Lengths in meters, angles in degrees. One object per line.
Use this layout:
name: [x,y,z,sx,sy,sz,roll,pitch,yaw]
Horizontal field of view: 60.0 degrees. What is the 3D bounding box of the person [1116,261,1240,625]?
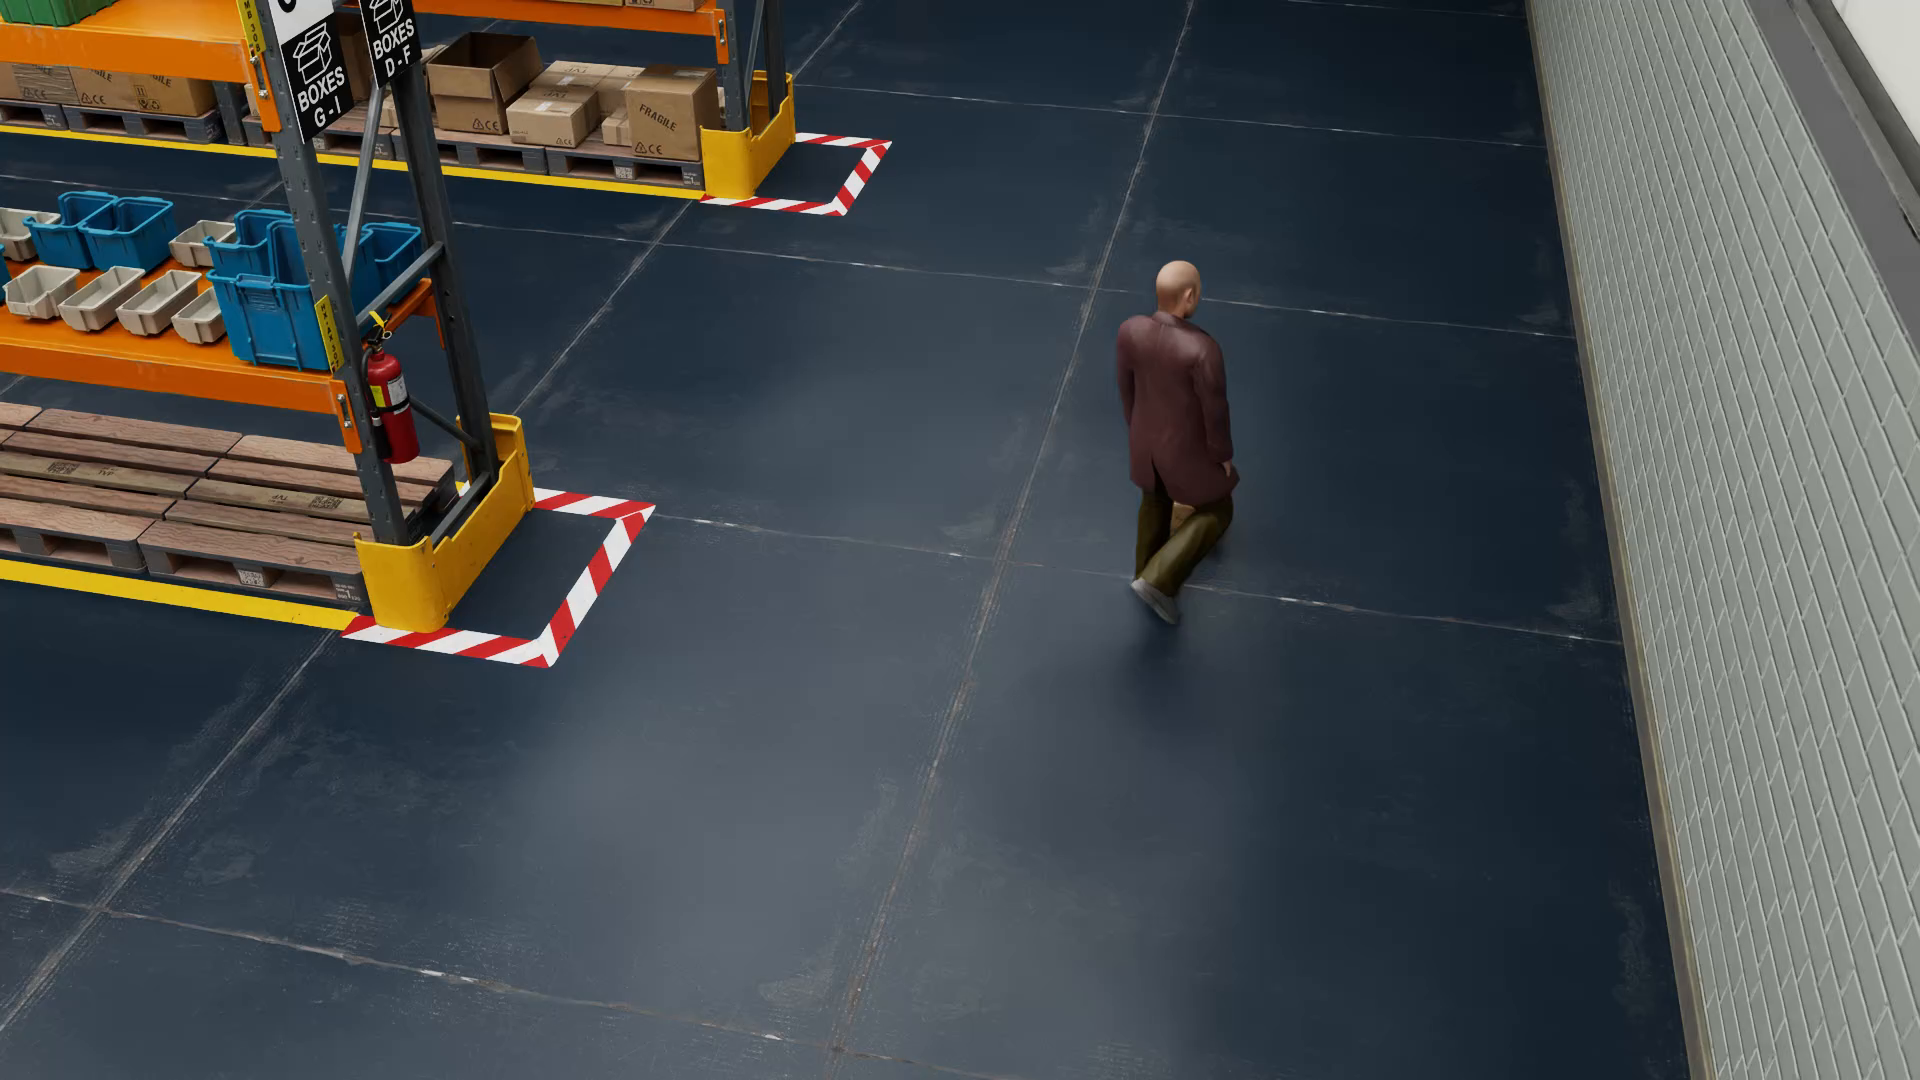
person: [0.957,-0.432,7.543,0.611,1.771,0.658,29,45,34]
